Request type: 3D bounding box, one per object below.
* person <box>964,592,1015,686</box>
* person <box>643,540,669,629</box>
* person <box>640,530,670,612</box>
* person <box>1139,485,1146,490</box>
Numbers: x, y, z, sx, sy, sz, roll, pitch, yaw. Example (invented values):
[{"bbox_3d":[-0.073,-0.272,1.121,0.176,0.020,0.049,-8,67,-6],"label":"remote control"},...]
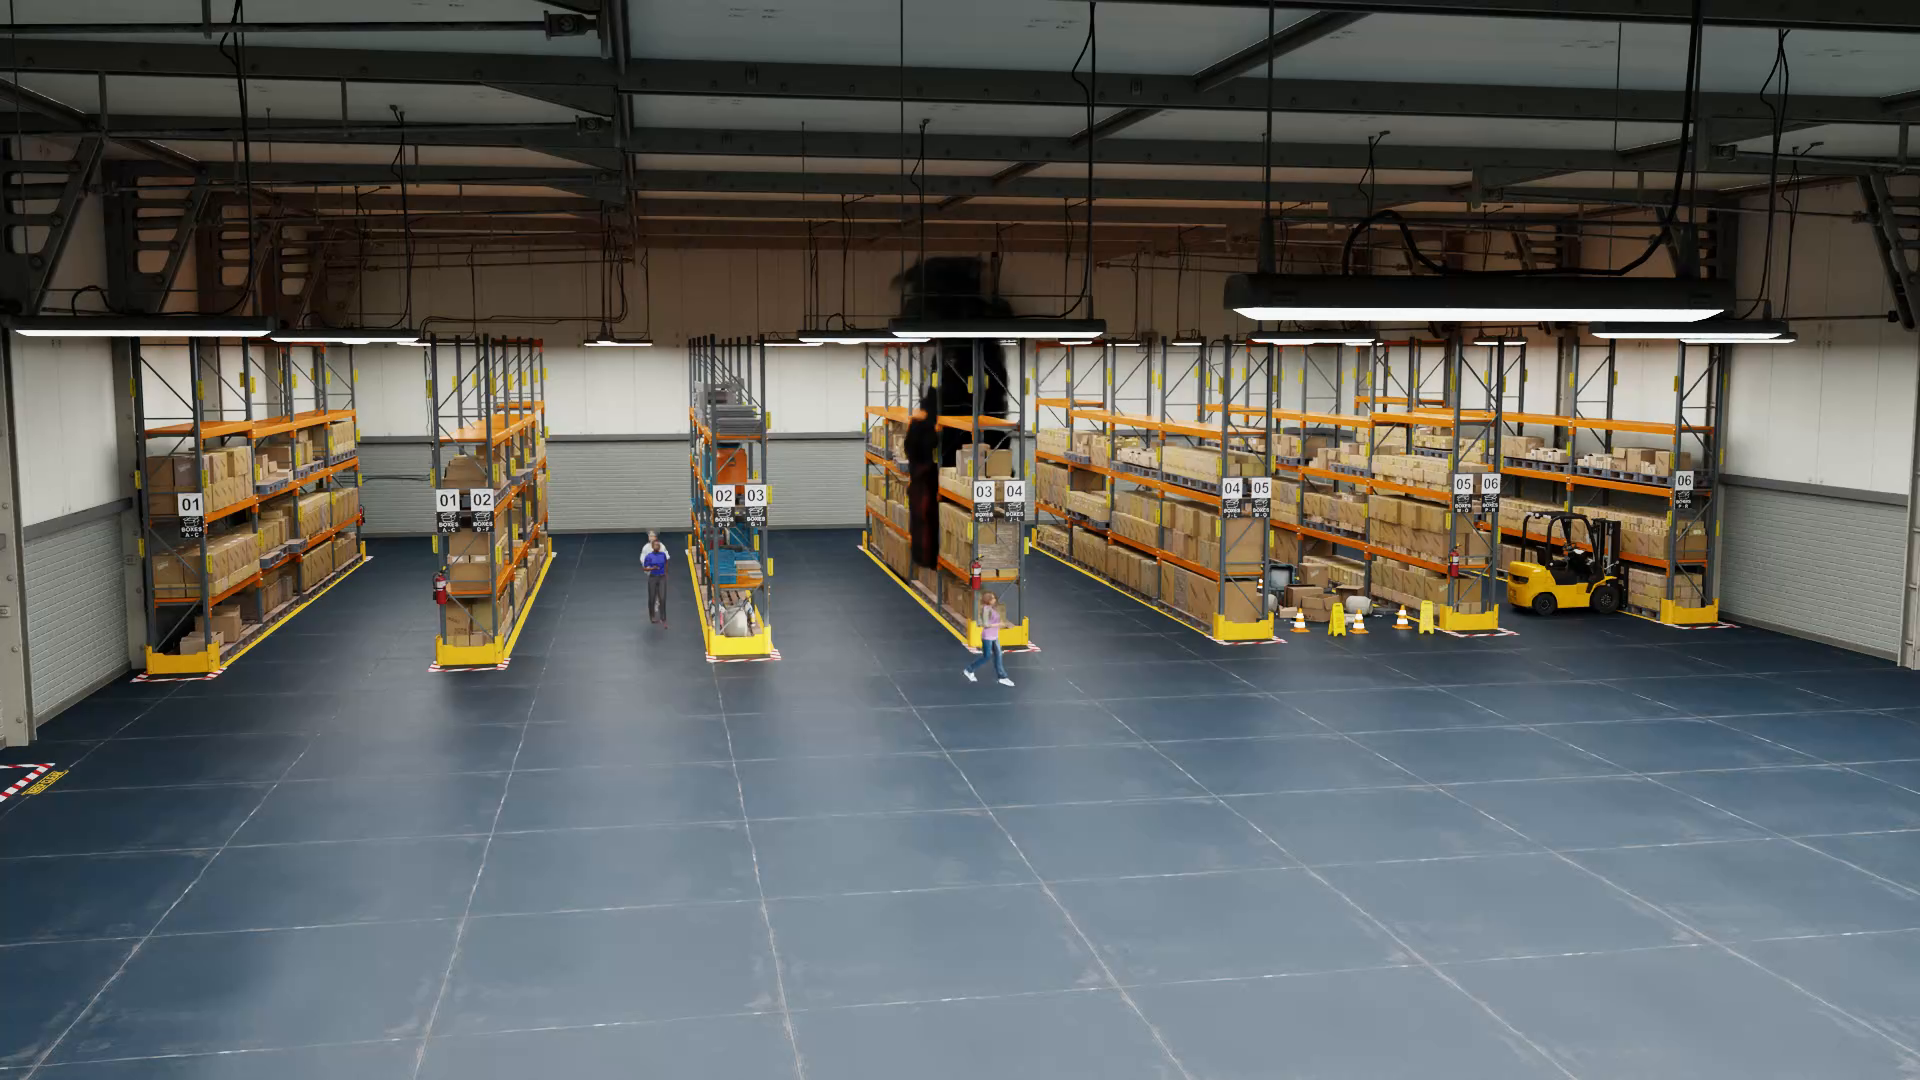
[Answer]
[{"bbox_3d":[0.495,1.675,28.210,0.882,1.592,0.534,2,7,18],"label":"person"},{"bbox_3d":[-5.969,0.860,32.758,0.564,1.734,0.719,-3,7,-24],"label":"person"},{"bbox_3d":[-6.380,0.635,34.752,0.614,1.689,0.585,-1,7,-6],"label":"person"},{"bbox_3d":[5.587,-0.866,50.568,0.583,1.629,0.566,-2,7,-16],"label":"person"}]
